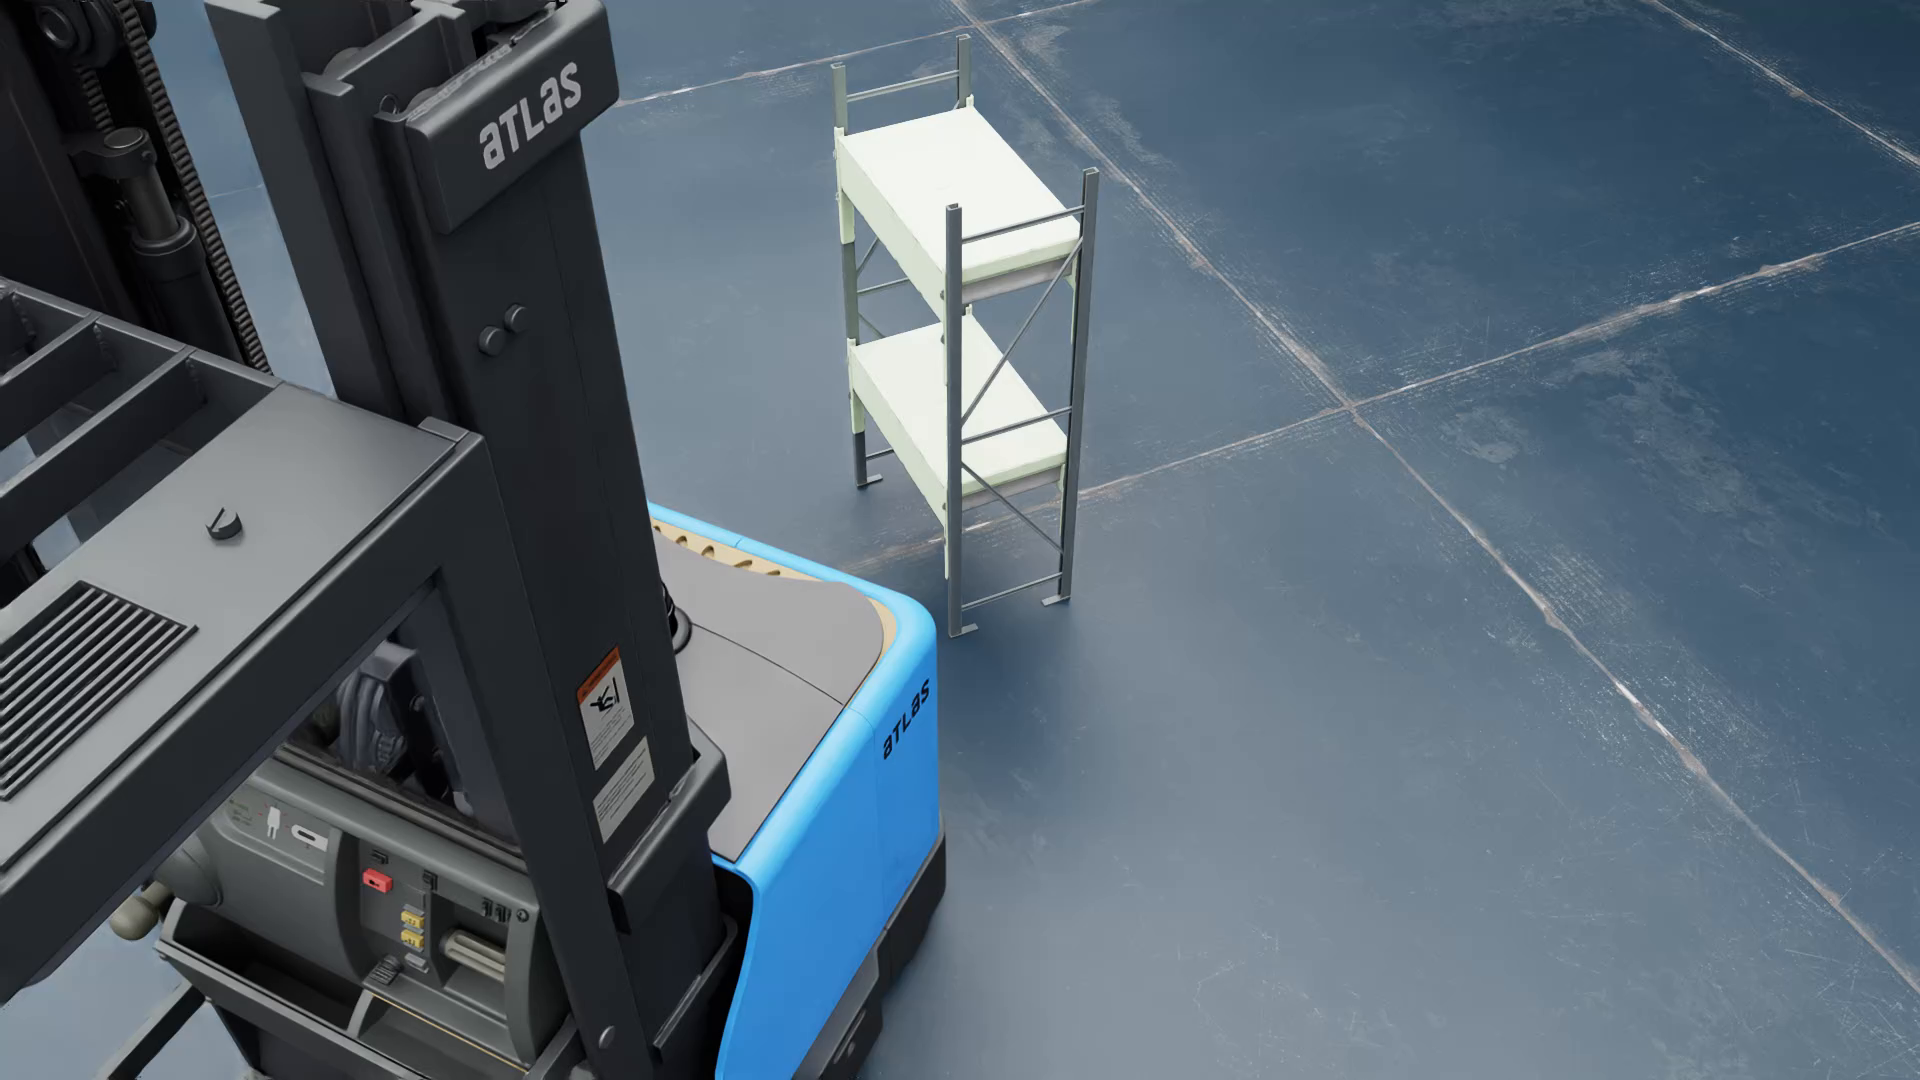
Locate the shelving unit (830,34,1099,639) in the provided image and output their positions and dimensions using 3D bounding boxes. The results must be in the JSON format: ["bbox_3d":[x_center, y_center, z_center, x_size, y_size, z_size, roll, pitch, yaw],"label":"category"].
[{"bbox_3d":[-0.003,-0.538,4.728,0.431,1.500,0.755,-18,47,-17],"label":"shelving unit"}]

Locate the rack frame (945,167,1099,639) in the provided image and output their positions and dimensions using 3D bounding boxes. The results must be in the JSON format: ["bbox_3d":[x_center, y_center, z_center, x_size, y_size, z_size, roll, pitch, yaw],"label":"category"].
[{"bbox_3d":[0.151,-0.305,4.491,0.400,1.500,0.023,-18,47,-17],"label":"rack frame"}]

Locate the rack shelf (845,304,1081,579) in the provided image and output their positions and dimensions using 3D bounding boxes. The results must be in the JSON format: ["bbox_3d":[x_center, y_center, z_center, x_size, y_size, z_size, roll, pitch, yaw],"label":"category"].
[{"bbox_3d":[-0.003,-0.306,4.957,0.431,0.370,0.720,-18,47,-17],"label":"rack shelf"}]

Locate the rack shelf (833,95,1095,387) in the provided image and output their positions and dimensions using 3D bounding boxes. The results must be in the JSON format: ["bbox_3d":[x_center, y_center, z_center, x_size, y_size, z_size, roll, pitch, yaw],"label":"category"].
[{"bbox_3d":[-0.003,-0.816,4.453,0.431,0.370,0.720,-18,47,-17],"label":"rack shelf"}]

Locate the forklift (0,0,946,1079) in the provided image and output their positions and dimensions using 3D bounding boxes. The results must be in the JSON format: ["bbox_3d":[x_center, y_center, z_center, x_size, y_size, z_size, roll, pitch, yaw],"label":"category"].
[{"bbox_3d":[-1.142,0.641,2.514,1.130,2.935,3.031,19,48,18],"label":"forklift"}]

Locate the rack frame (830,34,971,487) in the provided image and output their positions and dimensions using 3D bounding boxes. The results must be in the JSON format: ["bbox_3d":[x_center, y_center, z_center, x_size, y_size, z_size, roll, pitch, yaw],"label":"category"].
[{"bbox_3d":[-0.157,-0.771,4.964,0.400,1.500,0.023,-18,47,-17],"label":"rack frame"}]
